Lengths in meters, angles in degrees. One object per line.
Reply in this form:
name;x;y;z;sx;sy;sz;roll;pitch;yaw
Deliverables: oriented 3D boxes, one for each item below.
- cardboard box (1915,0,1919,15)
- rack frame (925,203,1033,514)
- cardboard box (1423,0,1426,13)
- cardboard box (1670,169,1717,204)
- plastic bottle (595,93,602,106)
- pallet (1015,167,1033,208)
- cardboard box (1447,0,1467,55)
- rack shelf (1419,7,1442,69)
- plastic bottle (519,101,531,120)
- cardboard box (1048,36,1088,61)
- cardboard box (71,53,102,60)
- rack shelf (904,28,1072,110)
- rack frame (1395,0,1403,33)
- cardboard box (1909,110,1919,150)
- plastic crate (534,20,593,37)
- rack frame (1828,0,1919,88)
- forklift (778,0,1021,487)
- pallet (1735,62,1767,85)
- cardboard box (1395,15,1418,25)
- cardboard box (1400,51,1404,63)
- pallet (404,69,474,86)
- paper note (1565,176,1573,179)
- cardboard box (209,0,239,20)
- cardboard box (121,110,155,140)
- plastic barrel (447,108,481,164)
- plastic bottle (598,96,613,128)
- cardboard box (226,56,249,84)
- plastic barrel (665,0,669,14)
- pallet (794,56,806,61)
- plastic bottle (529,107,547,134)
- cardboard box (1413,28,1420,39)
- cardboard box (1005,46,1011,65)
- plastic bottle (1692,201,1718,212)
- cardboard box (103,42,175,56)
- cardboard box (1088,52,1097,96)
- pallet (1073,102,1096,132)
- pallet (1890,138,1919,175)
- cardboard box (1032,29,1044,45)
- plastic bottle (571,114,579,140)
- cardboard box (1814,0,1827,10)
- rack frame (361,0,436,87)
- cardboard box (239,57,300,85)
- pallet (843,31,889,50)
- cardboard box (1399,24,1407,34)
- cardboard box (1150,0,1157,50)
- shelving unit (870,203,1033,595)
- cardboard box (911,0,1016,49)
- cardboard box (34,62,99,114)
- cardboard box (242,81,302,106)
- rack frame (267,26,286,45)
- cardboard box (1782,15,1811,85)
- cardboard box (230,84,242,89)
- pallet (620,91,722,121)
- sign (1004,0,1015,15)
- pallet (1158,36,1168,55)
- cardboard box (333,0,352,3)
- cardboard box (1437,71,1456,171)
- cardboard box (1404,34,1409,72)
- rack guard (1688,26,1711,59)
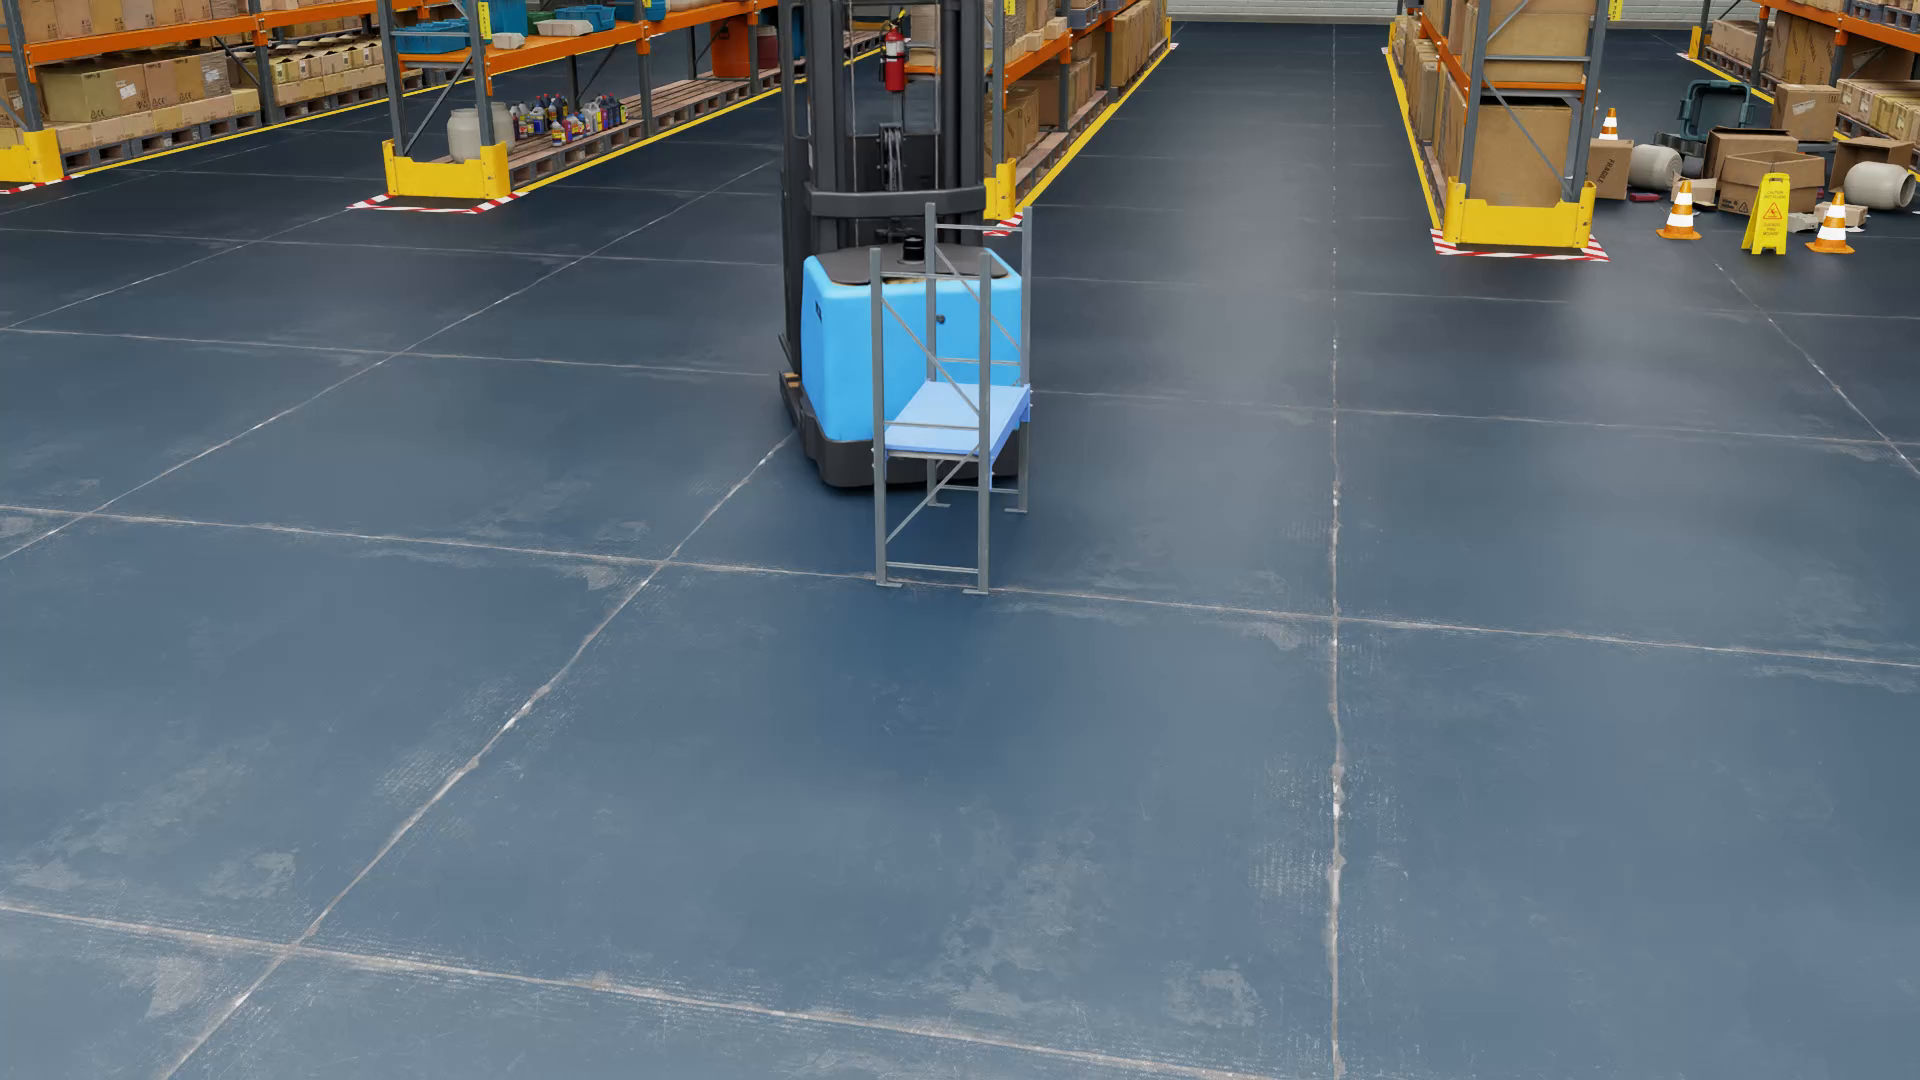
cardboard box;10.384;-5.644;17.626;0.380;0.149;0.250;5;22;11
rack frame;0.086;-0.850;7.958;0.500;1.500;0.032;4;22;11
cardboard box;6.006;-6.777;20.531;0.500;0.500;0.500;5;22;12
cardboard box;6.998;-3.374;15.875;0.396;0.266;0.258;8;23;20
plastic bottle;-4.128;-4.932;19.042;0.144;0.351;0.185;4;22;11
pallet;0.111;-3.392;15.993;1.003;0.211;1.213;4;22;11
cardboard box;5.167;-4.953;15.937;0.875;0.550;0.550;4;22;11
rack shelf;5.954;-5.809;19.224;1.077;0.370;4.000;4;22;11
plastic bottle;-4.834;-4.691;18.443;0.144;0.351;0.185;4;22;10
cardboard box;1.322;-6.239;21.084;0.500;0.250;0.500;7;23;17
cardboard box;-13.116;-7.199;24.470;0.700;0.500;0.500;5;22;12
rack shelf;0.303;-4.761;16.623;1.077;0.370;4.000;4;22;11
rack frame;7.995;-9.800;28.171;1.000;3.000;0.127;4;22;11
cardboard box;10.517;-4.238;17.318;0.950;0.372;0.625;5;22;12
plastic crate;-4.221;-5.468;17.769;0.530;0.136;0.437;4;22;11
rack frame;11.229;-6.533;20.061;1.000;3.000;0.127;4;22;11
forklift;-0.463;-2.143;9.251;1.130;2.935;3.031;-5;22;-11
pallet;12.277;-6.975;24.890;1.003;0.211;1.213;4;22;11
cardboard box;7.555;-8.782;28.102;0.380;0.149;0.250;3;22;8
cardboard box;6.925;-7.379;25.413;0.380;0.149;0.250;5;22;12
pallet;-7.980;-7.022;25.007;1.003;0.211;1.213;4;22;11
paper note;6.295;-3.719;17.046;0.147;0.020;0.142;-11;25;-26
cardboard box;-9.070;-6.466;19.760;0.700;0.500;0.500;4;22;10
cardboard box;-9.274;-4.584;18.339;0.500;0.250;0.500;4;22;11
plastic barrel;-4.894;-4.028;16.608;0.421;0.512;0.421;0;22;0
plastic bottle;-4.026;-4.851;18.841;0.144;0.351;0.185;3;22;8
cardboard box;-9.184;-5.932;20.935;0.500;0.311;0.500;4;22;11
plastic barrel;-3.728;-6.600;20.044;0.433;0.535;0.433;0;22;0
pallet;-2.703;-7.557;26.335;1.003;0.211;1.213;4;22;11
plastic bottle;-4.684;-4.654;18.451;0.152;0.276;0.135;4;22;11
cardboard box;6.338;-6.713;22.286;0.500;0.250;0.500;5;22;12
cardboard box;0.256;-4.423;15.156;0.380;0.149;0.250;4;22;11
plastic bottle;6.927;-3.114;15.504;0.133;0.061;0.283;-3;22;-8
cardboard box;-12.741;-7.878;25.715;0.750;0.750;0.750;4;22;10
cardboard box;1.410;-6.087;21.709;0.700;0.500;0.500;3;22;8
pallet;1.115;-5.265;20.644;1.003;0.211;1.213;4;22;11
pallet;10.570;-4.062;17.657;1.003;0.211;1.213;4;22;11
cardboard box;0.635;-5.061;16.741;0.380;0.149;0.250;4;22;11
plastic bottle;-4.188;-4.480;18.026;0.097;0.271;0.097;0;22;0
cardboard box;11.167;-6.857;21.064;0.500;0.250;0.500;5;22;12
rack frame;-8.170;-8.045;23.815;1.000;3.000;0.127;4;22;11
cardboard box;-8.658;-5.894;20.841;0.500;0.311;0.500;5;22;11
pallet;-1.895;-9.000;29.918;1.003;0.211;1.213;4;22;11
cardboard box;7.191;-8.118;26.452;0.380;0.149;0.250;4;22;9
cardboard box;2.740;-8.525;27.289;0.875;0.875;0.875;4;22;11
shelving unit;-0.017;-0.664;7.496;0.538;1.500;1.048;4;22;11
cardboard box;0.034;-4.747;15.092;0.875;0.500;0.500;4;22;11
cardboard box;-9.794;-4.973;18.300;0.500;0.500;0.500;4;22;11
cardboard box;-8.661;-5.631;20.937;0.500;0.250;0.500;4;22;10
rack frame;-12.204;-9.885;28.382;1.000;3.000;0.127;4;22;11
cardboard box;11.820;-6.642;22.612;0.875;0.875;0.875;5;22;12
cardboard box;-9.185;-5.676;21.049;0.500;0.250;0.500;4;22;10
pallet;-3.769;-5.648;21.594;1.003;0.211;1.213;4;22;11
sign;0.426;-4.723;14.408;0.100;0.325;0.005;4;22;11
pallet;3.073;-8.623;28.981;1.003;0.211;1.213;4;22;11
cardboard box;-8.496;-7.477;22.270;0.500;0.500;0.500;3;22;8
cardboard box;5.169;-4.066;16.215;0.875;0.875;0.875;5;22;11
cardboard box;6.768;-7.122;24.306;0.500;0.500;0.500;5;23;13
rack guard;12.866;-8.309;27.814;1.175;0.500;0.348;4;22;11
